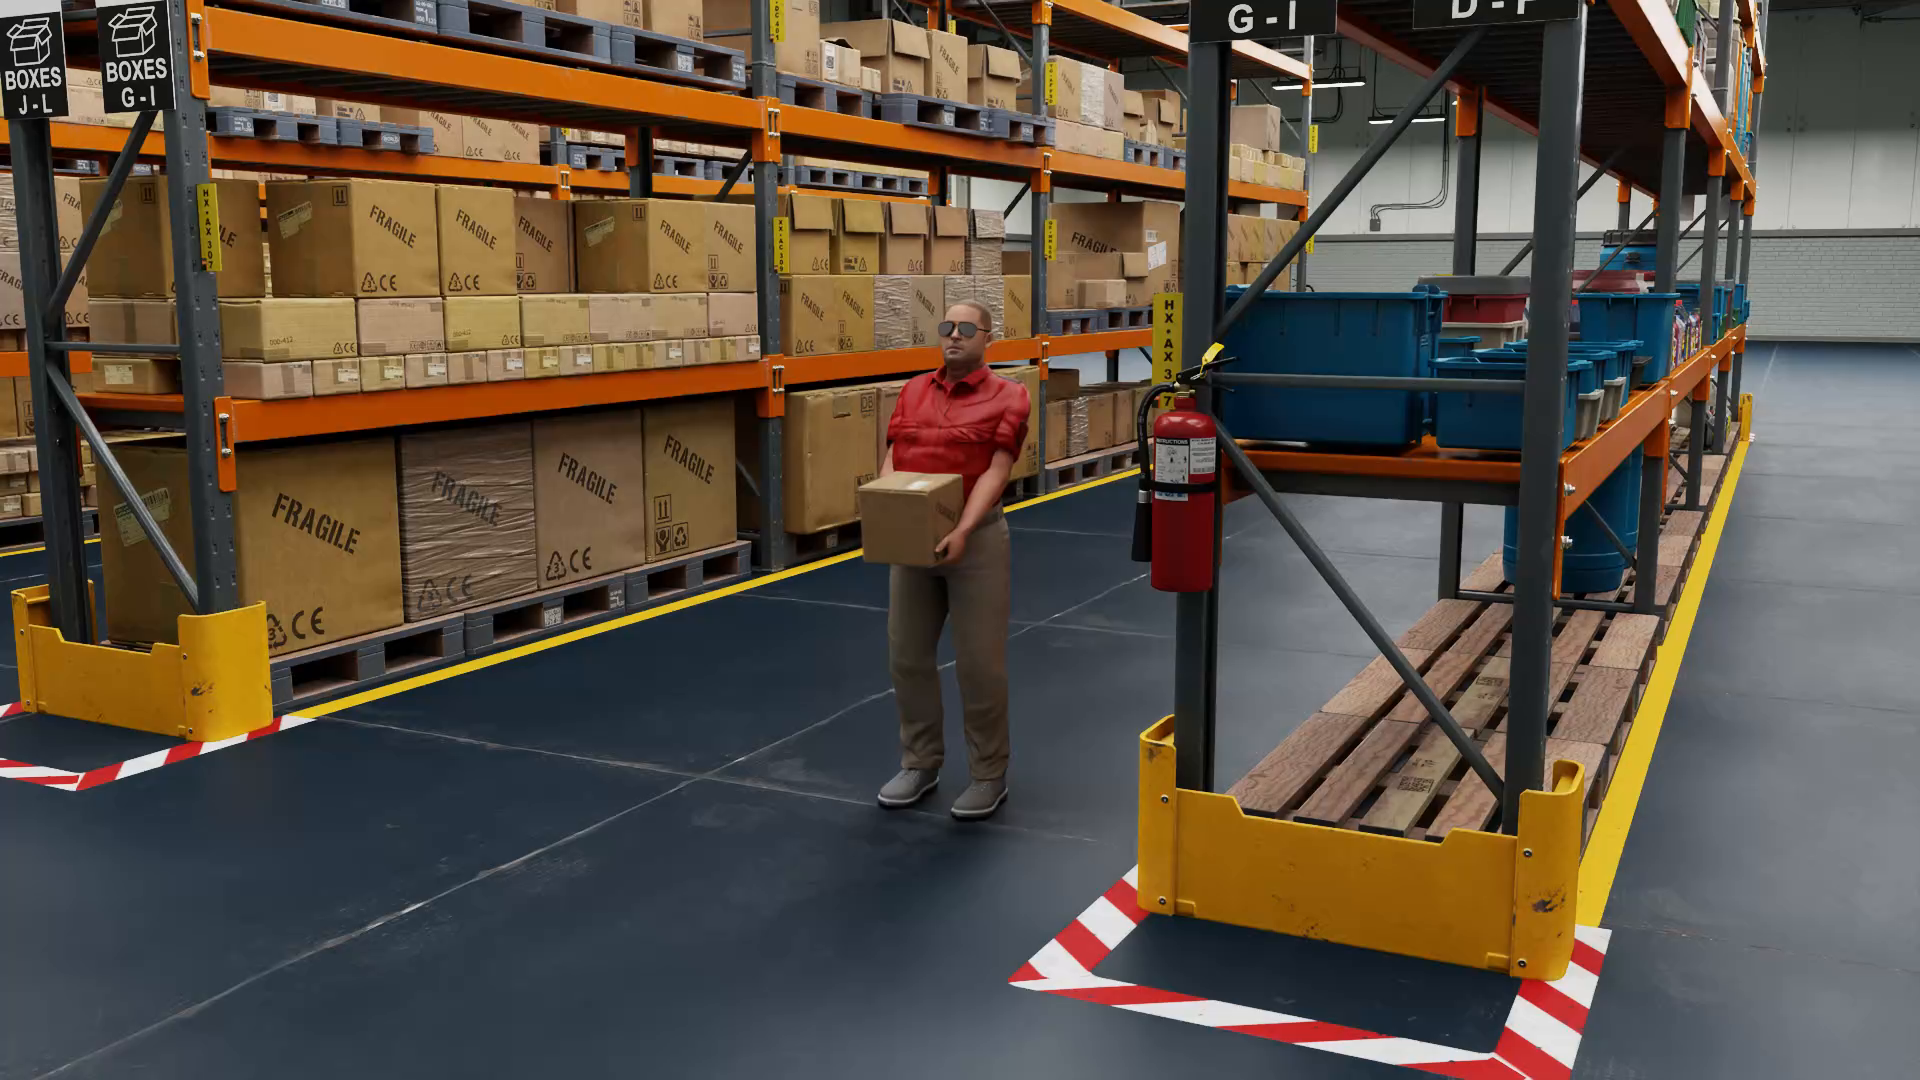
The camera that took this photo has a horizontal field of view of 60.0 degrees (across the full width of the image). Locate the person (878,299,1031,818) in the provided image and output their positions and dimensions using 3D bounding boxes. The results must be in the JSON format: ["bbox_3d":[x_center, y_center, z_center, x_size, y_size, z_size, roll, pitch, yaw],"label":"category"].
[{"bbox_3d":[-0.059,0.064,5.548,0.494,1.712,0.537,4,10,26],"label":"person"}]
